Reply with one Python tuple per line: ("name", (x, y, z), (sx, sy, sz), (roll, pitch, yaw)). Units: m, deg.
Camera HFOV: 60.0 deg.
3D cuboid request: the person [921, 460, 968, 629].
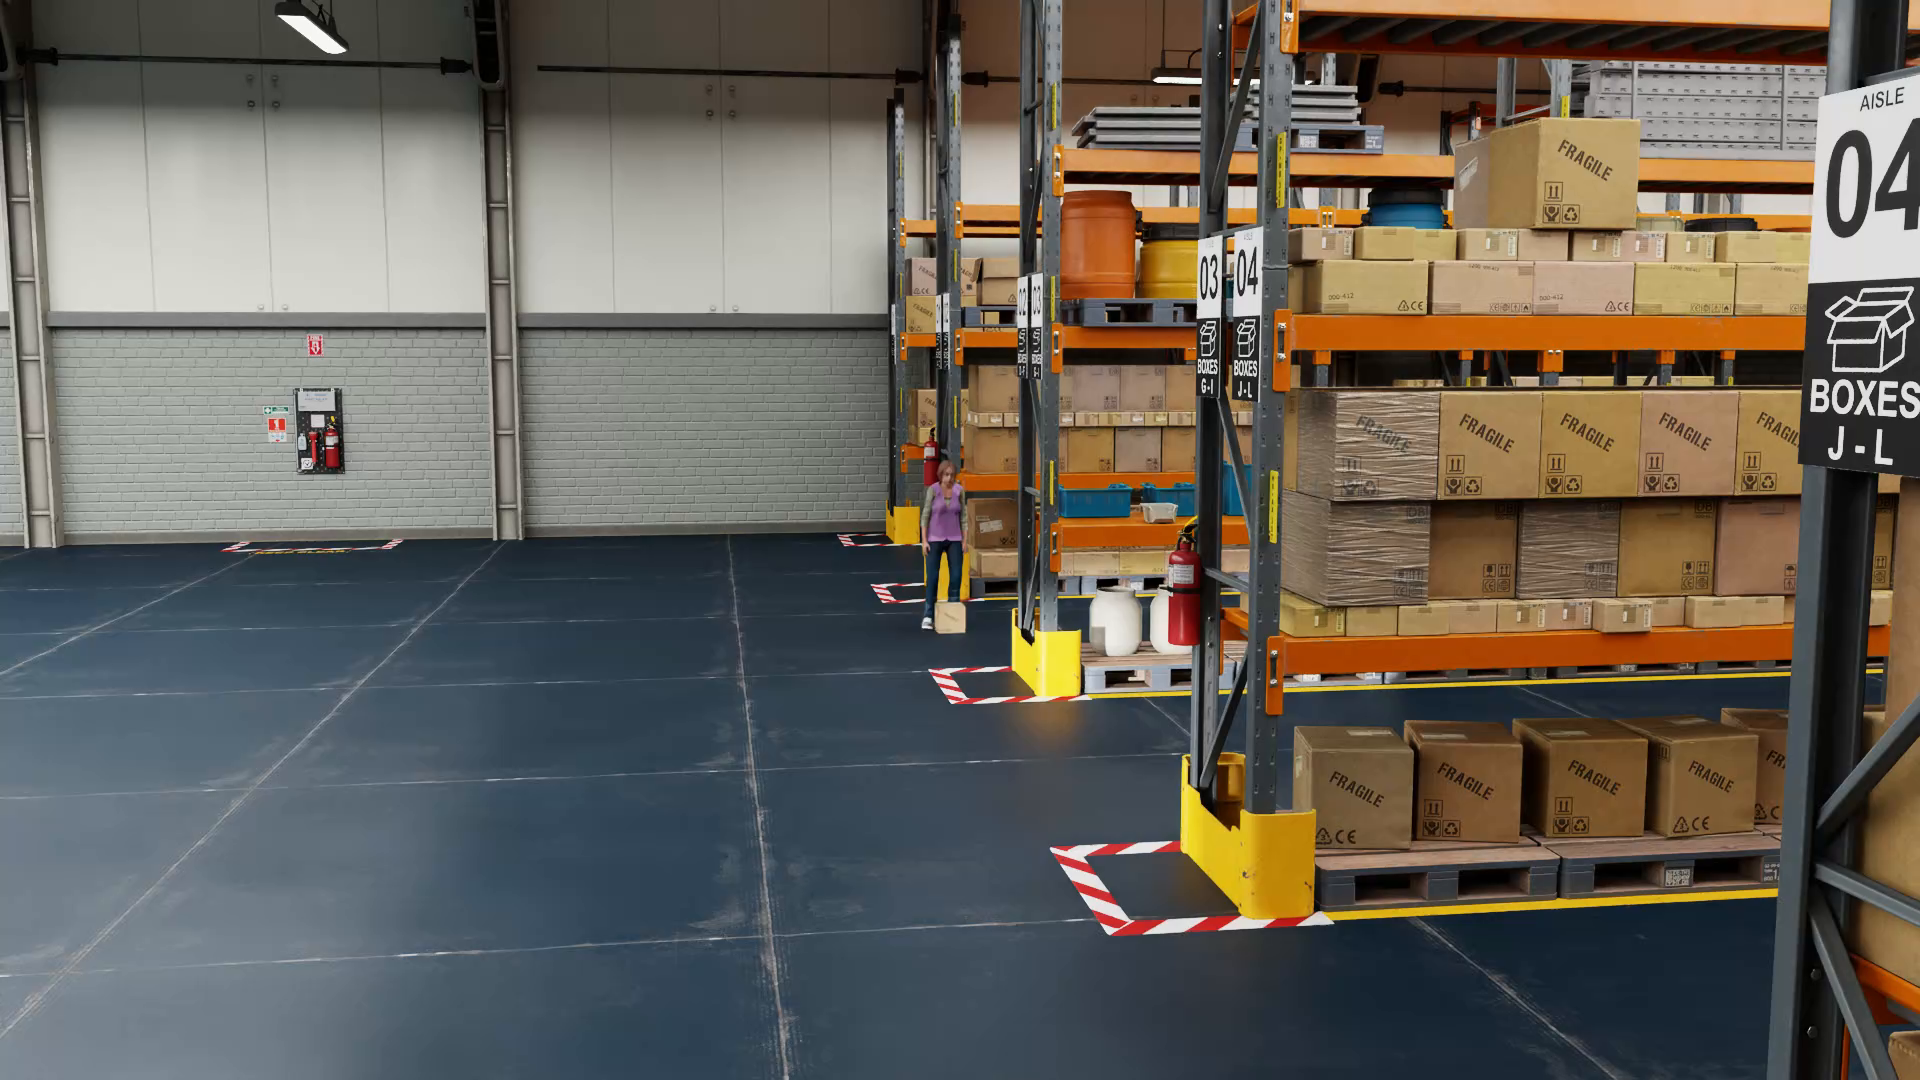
("person", (-0.144, 0.036, 15.727), (0.466, 1.591, 0.347), (-1, 7, -11))
